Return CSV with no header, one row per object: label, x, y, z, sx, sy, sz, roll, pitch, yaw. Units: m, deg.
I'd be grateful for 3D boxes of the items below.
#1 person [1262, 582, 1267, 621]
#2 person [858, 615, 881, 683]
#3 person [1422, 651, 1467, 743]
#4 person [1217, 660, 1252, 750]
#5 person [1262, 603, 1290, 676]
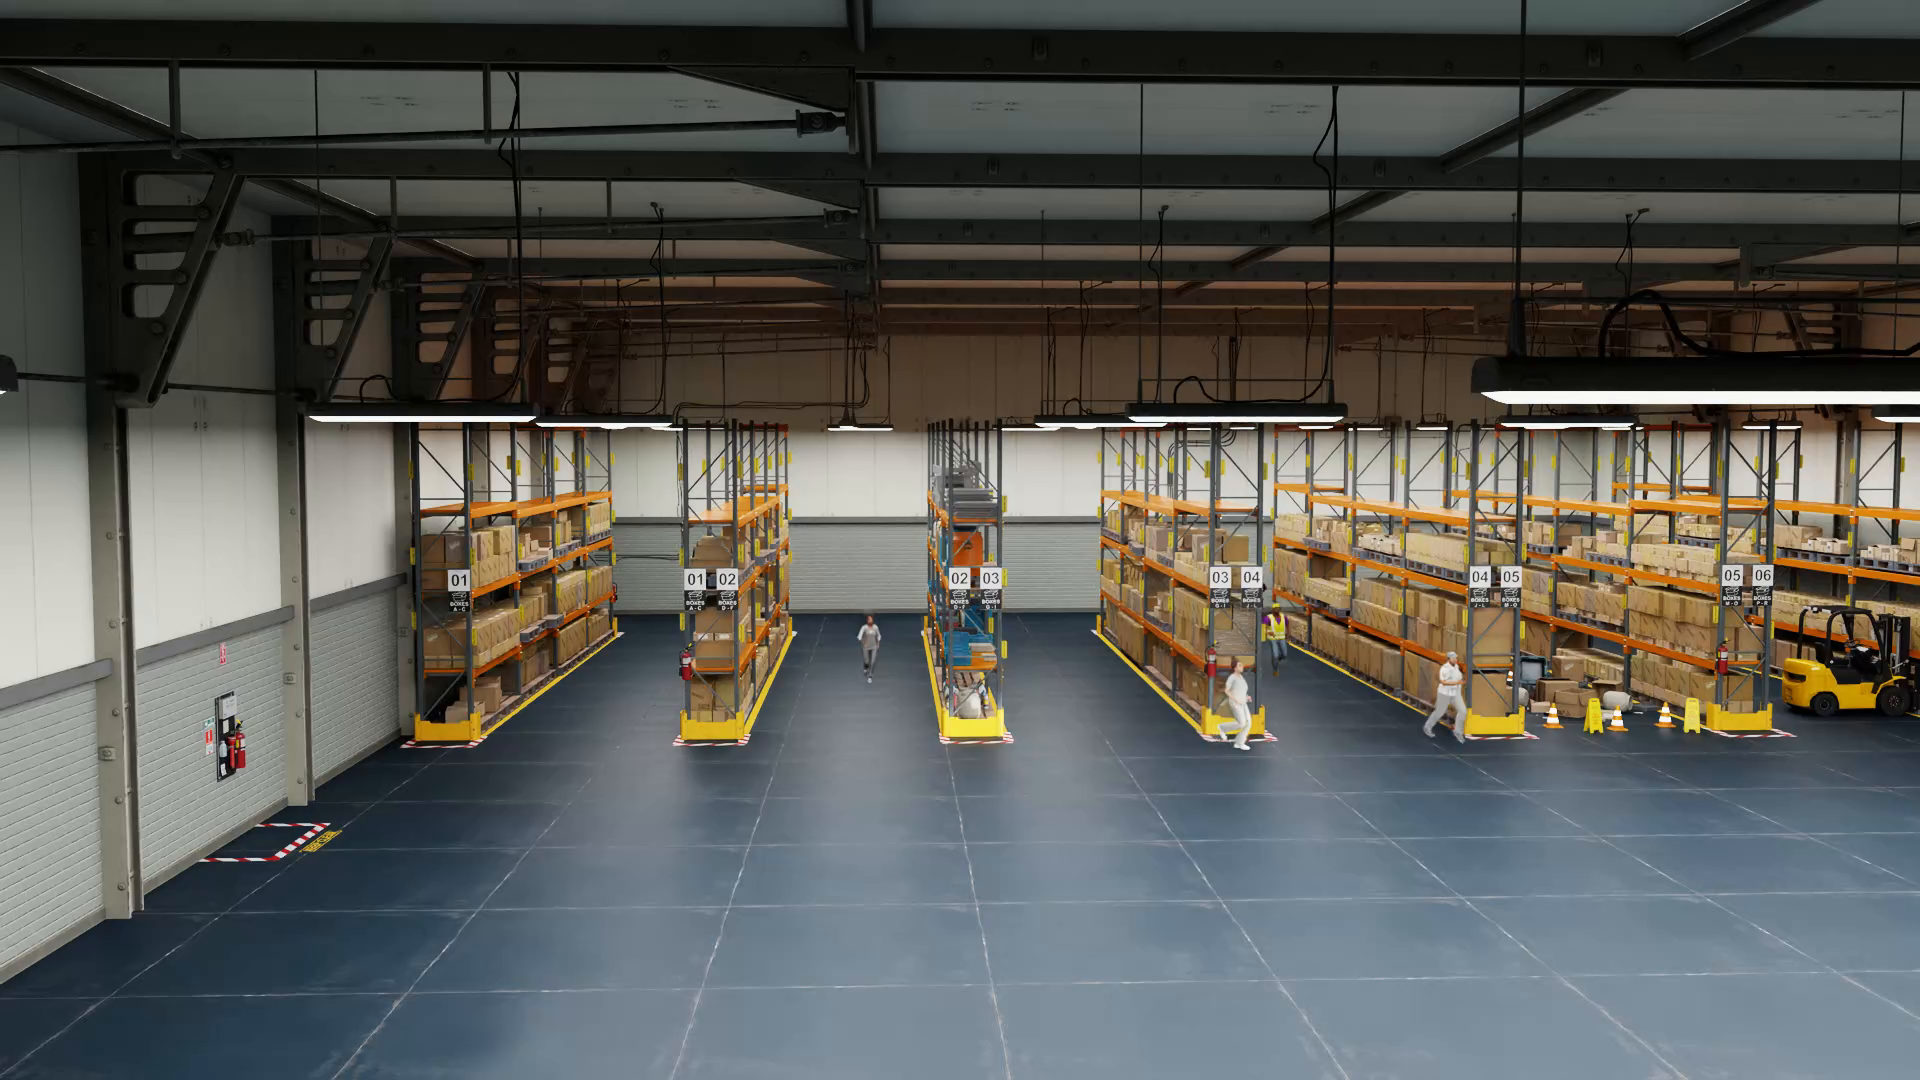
person,8.735,1.766,49.048,1.109,1.619,0.751,0,4,6
person,-2.073,2.499,38.248,0.534,1.549,0.548,-1,4,-13
person,9.096,2.915,31.014,0.613,1.716,0.878,-2,4,-34
person,5.009,2.979,30.239,0.623,1.628,0.565,3,5,40
person,7.486,2.347,39.326,0.760,1.717,0.557,-1,4,-12
